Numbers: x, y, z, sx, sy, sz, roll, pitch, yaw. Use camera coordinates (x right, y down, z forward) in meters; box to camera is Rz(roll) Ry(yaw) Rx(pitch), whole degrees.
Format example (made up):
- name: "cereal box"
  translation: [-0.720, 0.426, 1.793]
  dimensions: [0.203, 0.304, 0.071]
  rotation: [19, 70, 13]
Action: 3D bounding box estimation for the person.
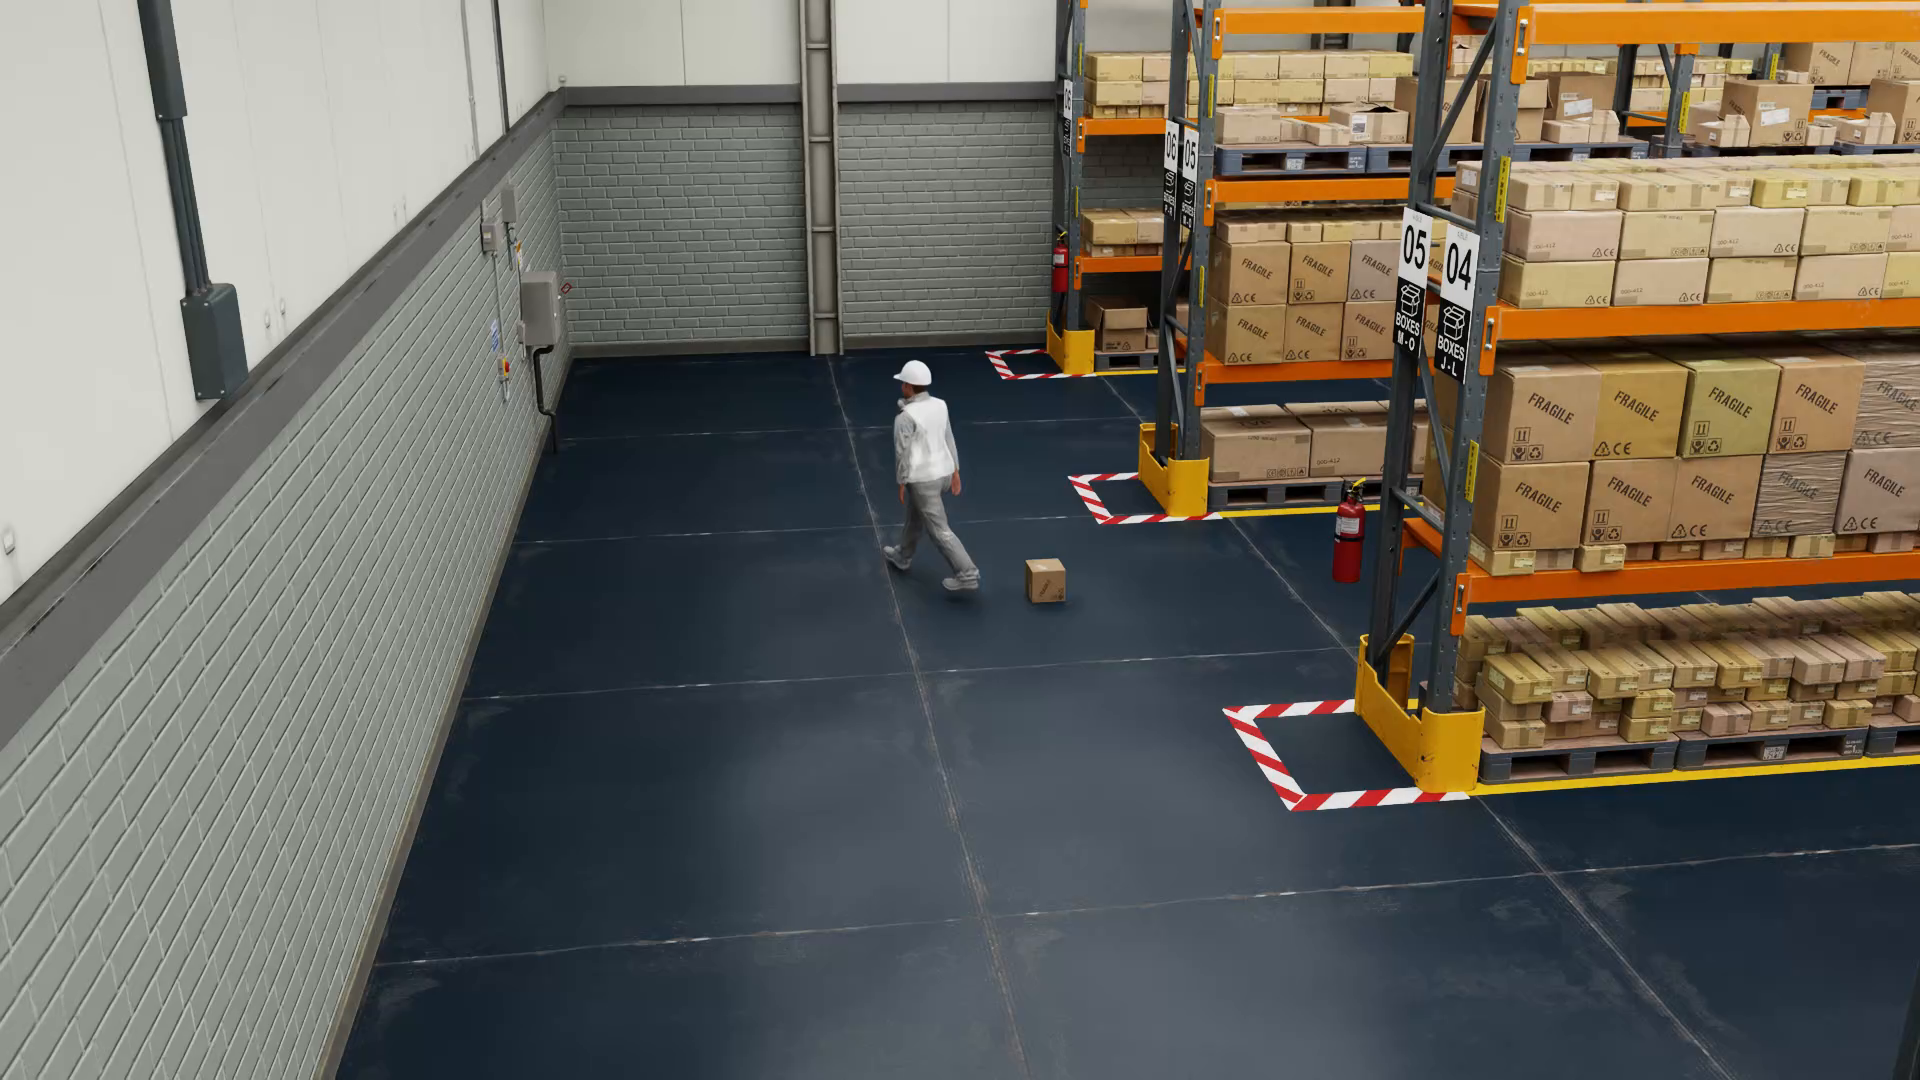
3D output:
- name: "person"
  translation: [-0.269, -0.486, 12.454]
  dimensions: [1.109, 1.712, 0.544]
  rotation: [14, 24, 34]
